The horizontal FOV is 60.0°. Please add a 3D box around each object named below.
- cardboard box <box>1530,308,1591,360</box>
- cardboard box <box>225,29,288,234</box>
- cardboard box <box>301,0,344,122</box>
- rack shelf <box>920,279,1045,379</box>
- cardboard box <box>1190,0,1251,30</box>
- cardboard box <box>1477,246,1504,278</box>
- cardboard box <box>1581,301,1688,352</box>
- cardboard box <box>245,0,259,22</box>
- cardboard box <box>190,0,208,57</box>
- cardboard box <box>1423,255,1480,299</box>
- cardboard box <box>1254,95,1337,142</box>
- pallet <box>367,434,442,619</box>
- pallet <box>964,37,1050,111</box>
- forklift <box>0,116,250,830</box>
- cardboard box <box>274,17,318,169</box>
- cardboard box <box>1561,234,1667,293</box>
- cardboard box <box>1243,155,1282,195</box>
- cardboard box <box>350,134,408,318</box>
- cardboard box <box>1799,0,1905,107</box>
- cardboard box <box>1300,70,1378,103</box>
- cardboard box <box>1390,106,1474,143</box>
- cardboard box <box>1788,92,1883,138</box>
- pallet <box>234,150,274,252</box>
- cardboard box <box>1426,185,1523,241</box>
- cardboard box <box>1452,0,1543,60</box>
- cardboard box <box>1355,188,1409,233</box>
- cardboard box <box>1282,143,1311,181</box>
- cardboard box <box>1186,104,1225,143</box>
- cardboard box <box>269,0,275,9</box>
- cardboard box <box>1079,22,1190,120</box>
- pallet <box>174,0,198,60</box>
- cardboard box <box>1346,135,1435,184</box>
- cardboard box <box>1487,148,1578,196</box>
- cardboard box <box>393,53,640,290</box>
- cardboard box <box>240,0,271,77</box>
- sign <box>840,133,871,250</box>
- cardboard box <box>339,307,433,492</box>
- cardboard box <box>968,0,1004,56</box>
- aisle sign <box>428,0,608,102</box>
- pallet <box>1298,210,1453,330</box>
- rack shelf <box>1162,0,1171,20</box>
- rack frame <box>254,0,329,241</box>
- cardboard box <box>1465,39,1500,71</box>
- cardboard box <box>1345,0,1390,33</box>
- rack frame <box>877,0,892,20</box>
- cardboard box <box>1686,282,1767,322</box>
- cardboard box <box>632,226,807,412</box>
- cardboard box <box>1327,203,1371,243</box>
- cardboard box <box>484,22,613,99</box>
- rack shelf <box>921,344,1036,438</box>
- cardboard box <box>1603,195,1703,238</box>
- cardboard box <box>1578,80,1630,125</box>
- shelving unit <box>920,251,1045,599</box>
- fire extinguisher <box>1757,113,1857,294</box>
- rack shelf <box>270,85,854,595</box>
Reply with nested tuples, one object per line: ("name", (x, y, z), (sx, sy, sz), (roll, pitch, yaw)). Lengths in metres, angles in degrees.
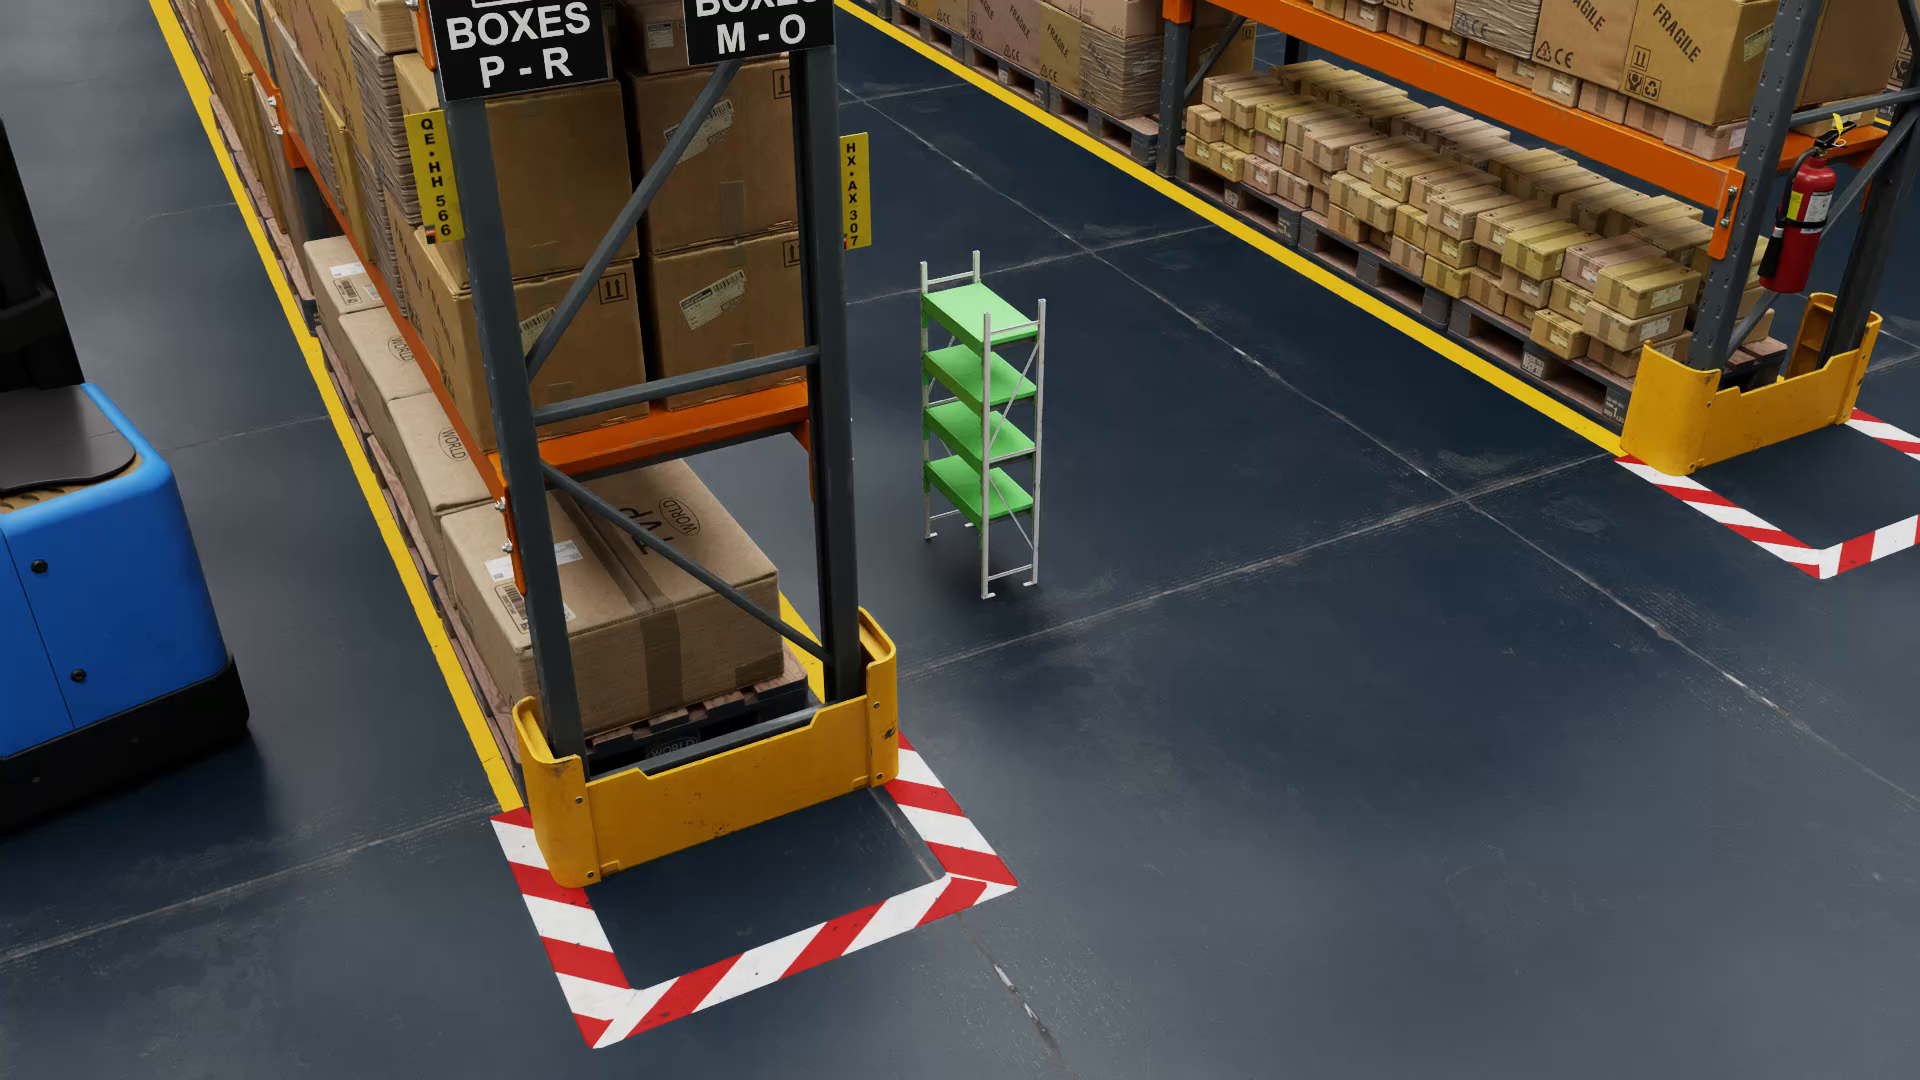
("cardboard box", (2.904, -0.990, 7.768), (0.380, 0.149, 0.250), (-15, 35, -22))
("cardboard box", (-3.442, -2.320, 9.171), (0.875, 0.875, 0.875), (-15, 36, -22))
("cardboard box", (-1.955, -1.777, 5.723), (0.500, 0.500, 0.500), (-16, 36, -23))
("rack shelf", (0.077, -0.777, 6.079), (0.258, 0.148, 0.480), (-16, 36, -23))
("cardboard box", (1.567, -3.485, 10.642), (0.500, 0.250, 0.500), (-18, 37, -25))
("cardboard box", (2.766, -1.401, 8.133), (0.380, 0.149, 0.250), (-16, 36, -24))
("cardboard box", (3.044, -0.999, 7.506), (0.380, 0.149, 0.250), (-17, 36, -24))
("cardboard box", (-3.075, -2.629, 7.749), (0.500, 0.250, 0.500), (-16, 36, -23))
("cardboard box", (-4.774, -3.584, 11.611), (0.950, 0.372, 0.625), (-18, 37, -26))
("cardboard box", (2.555, -1.358, 8.342), (0.380, 0.149, 0.250), (-18, 37, -25))
("cardboard box", (1.893, -2.382, 9.389), (0.380, 0.149, 0.250), (-16, 36, -24))
("pallet", (-1.796, -0.193, 6.856), (1.003, 0.211, 1.213), (-16, 36, -23))
("pallet", (0.741, -3.406, 11.871), (1.003, 0.211, 1.213), (-16, 36, -23))
("forklift", (-3.761, -0.990, 5.579), (1.130, 2.935, 3.031), (-25, 40, -33))
("cardboard box", (-2.436, -1.844, 6.755), (0.500, 0.500, 0.500), (-16, 36, -23))
("cardboard box", (3.006, -1.267, 7.650), (0.380, 0.149, 0.250), (-15, 36, -22))
("cardboard box", (1.849, -2.115, 9.525), (0.380, 0.149, 0.250), (-16, 36, -23))
("cardboard box", (-1.717, -1.116, 5.619), (0.500, 0.500, 0.500), (-15, 36, -22))
("cardboard box", (3.578, -2.168, 6.985), (0.500, 0.500, 0.500), (-14, 35, -21))
("cardboard box", (2.228, -2.637, 9.787), (0.380, 0.149, 0.250), (-15, 36, -23))
("cardboard box", (2.611, -2.270, 9.215), (0.380, 0.149, 0.250), (-18, 37, -25))
("cardboard box", (3.682, -1.849, 7.088), (0.380, 0.149, 0.250), (-16, 36, -23))
("pallet", (-3.653, -2.091, 9.818), (1.003, 0.211, 1.213), (-16, 36, -23))
("cardboard box", (2.533, -1.613, 8.189), (0.380, 0.149, 0.250), (-15, 35, -21))
("cardboard box", (2.625, -2.521, 7.536), (0.500, 0.500, 0.500), (-16, 36, -23))
("cardboard box", (2.292, -1.742, 8.666), (0.380, 0.149, 0.250), (-15, 36, -23))
("cardboard box", (2.030, -2.139, 9.286), (0.380, 0.149, 0.250), (-18, 37, -25))
("cardboard box", (1.564, -2.474, 9.809), (0.380, 0.149, 0.250), (-14, 35, -21))
("cardboard box", (-2.646, -2.508, 6.864), (0.500, 0.500, 0.500), (-16, 36, -23))
("cardboard box", (1.110, -3.040, 10.643), (0.500, 0.500, 0.500), (-17, 36, -24))
("pallet", (-5.447, -4.022, 12.833), (1.003, 0.211, 1.213), (-16, 36, -23))
("cardboard box", (2.281, -2.012, 8.812), (0.380, 0.149, 0.250), (-17, 37, -25))
("cardboard box", (2.968, -1.903, 8.641), (0.380, 0.149, 0.250), (-15, 36, -22))
("cardboard box", (-1.224, -1.057, 4.600), (0.500, 0.500, 0.500), (-15, 35, -22))
("cardboard box", (-3.086, -2.420, 7.886), (0.500, 0.250, 0.500), (-17, 36, -24))
("sign", (-0.295, -0.959, 4.590), (0.100, 0.325, 0.005), (-16, 36, -23))
("cardboard box", (-2.038, -0.677, 7.012), (0.875, 0.438, 0.875), (-17, 36, -24))
("cardboard box", (0.398, -3.775, 11.789), (0.500, 0.500, 0.500), (-17, 36, -24))
("aisle sign", (-1.030, -1.406, 3.755), (0.394, 0.787, 0.004), (-16, 36, -23))
("pallet", (2.595, -1.557, 8.985), (1.003, 0.211, 1.213), (-16, 36, -23))
("rack shelf", (0.745, -4.278, 11.313), (1.077, 0.370, 4.000), (-16, 36, -23))
("rack frame", (-2.654, -2.333, 7.611), (1.000, 3.000, 0.127), (-16, 36, -23))
("cardboard box", (2.618, -2.333, 7.844), (0.380, 0.149, 0.250), (-17, 37, -25))
("cardboard box", (2.178, -2.687, 8.396), (0.380, 0.149, 0.250), (-14, 35, -21))
("rack frame", (-0.187, -5.535, 12.609), (1.000, 3.000, 0.127), (-16, 36, -23))
("cardboard box", (3.526, -1.134, 7.716), (0.380, 0.149, 0.250), (-14, 35, -21))
("cardboard box", (-0.759, -0.767, 5.074), (0.500, 0.500, 0.500), (-16, 36, -23))
("cardboard box", (2.204, -1.739, 8.937), (0.380, 0.149, 0.250), (-17, 36, -24))
("cardboard box", (-1.134, -1.281, 4.348), (0.380, 0.149, 0.250), (-15, 36, -22))
("rack shelf", (0.077, -0.574, 6.208), (0.258, 0.148, 0.480), (-16, 36, -23))
("cardboard box", (3.360, -1.533, 8.065), (0.380, 0.149, 0.250), (-16, 36, -23))
("cardboard box", (2.928, -1.940, 7.230), (0.380, 0.149, 0.250), (-16, 36, -24))
("shelving unit", (0.077, -0.426, 6.303), (0.258, 1.200, 0.503), (-16, 36, -23))
("fire extinguisher", (3.252, -1.291, 6.402), (0.296, 0.674, 0.183), (-16, 36, -23))
("rack shelf", (-1.722, -1.076, 6.315), (1.077, 0.370, 4.000), (-16, 36, -23))
